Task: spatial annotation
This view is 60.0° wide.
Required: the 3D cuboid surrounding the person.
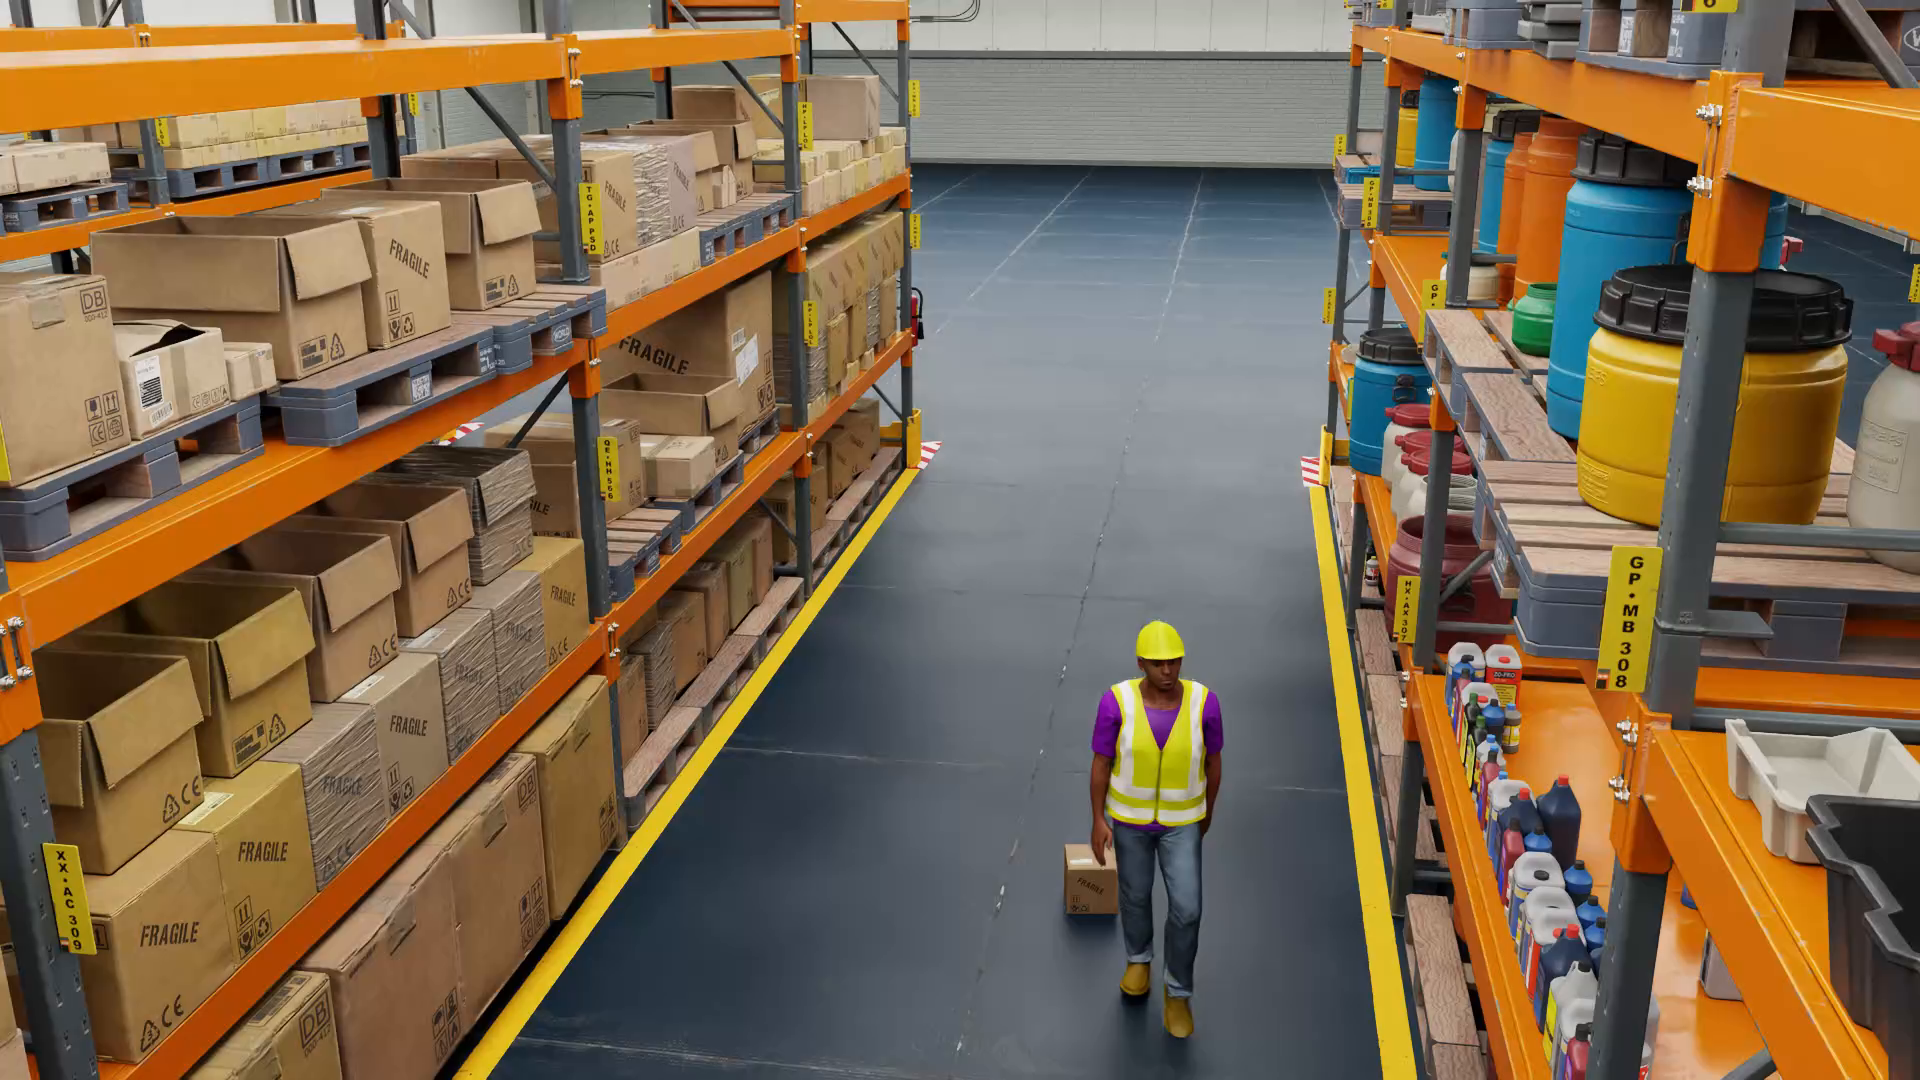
[{"bbox_3d":[0.840,1.240,7.186,0.567,1.830,0.546,2,18,6],"label":"person"}]
